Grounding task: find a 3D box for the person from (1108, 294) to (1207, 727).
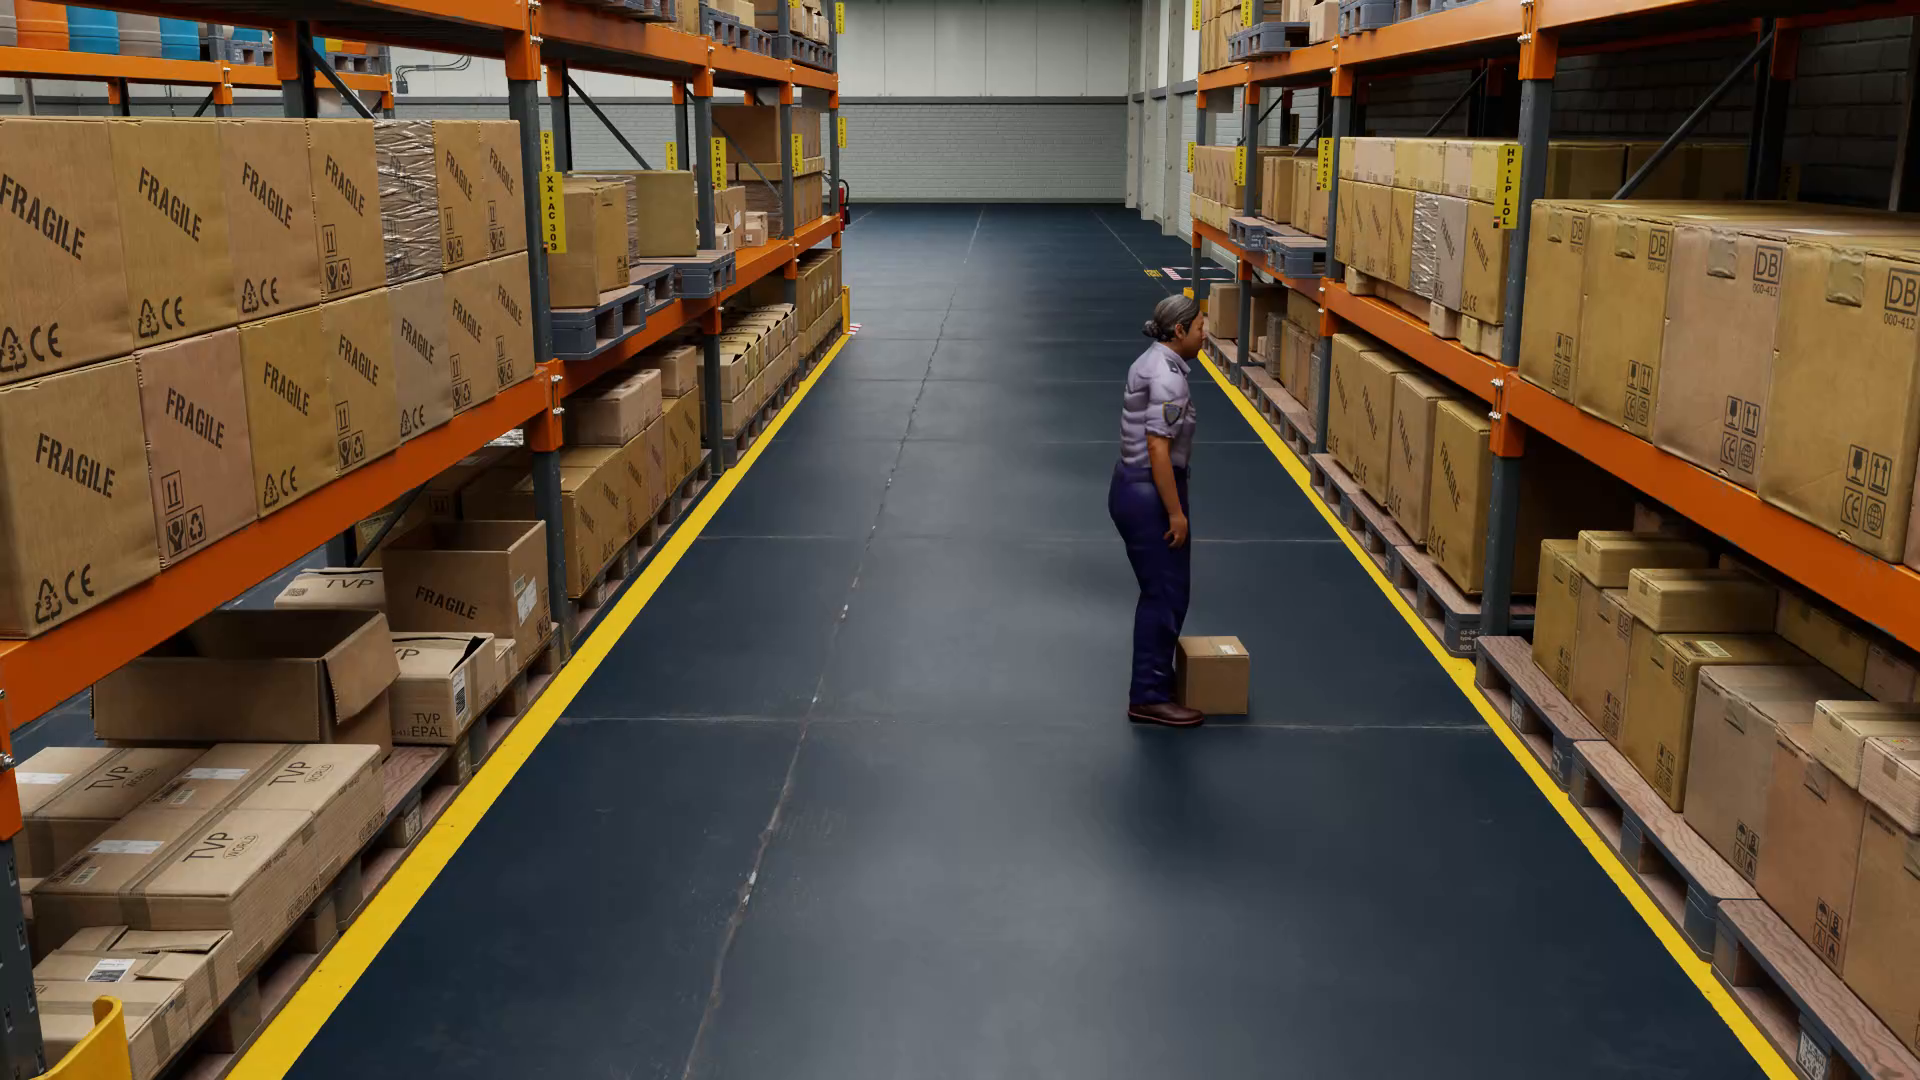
[{"bbox_3d":[0.806,-0.133,6.555,0.421,1.648,0.564,0,14,-2],"label":"person"}]
